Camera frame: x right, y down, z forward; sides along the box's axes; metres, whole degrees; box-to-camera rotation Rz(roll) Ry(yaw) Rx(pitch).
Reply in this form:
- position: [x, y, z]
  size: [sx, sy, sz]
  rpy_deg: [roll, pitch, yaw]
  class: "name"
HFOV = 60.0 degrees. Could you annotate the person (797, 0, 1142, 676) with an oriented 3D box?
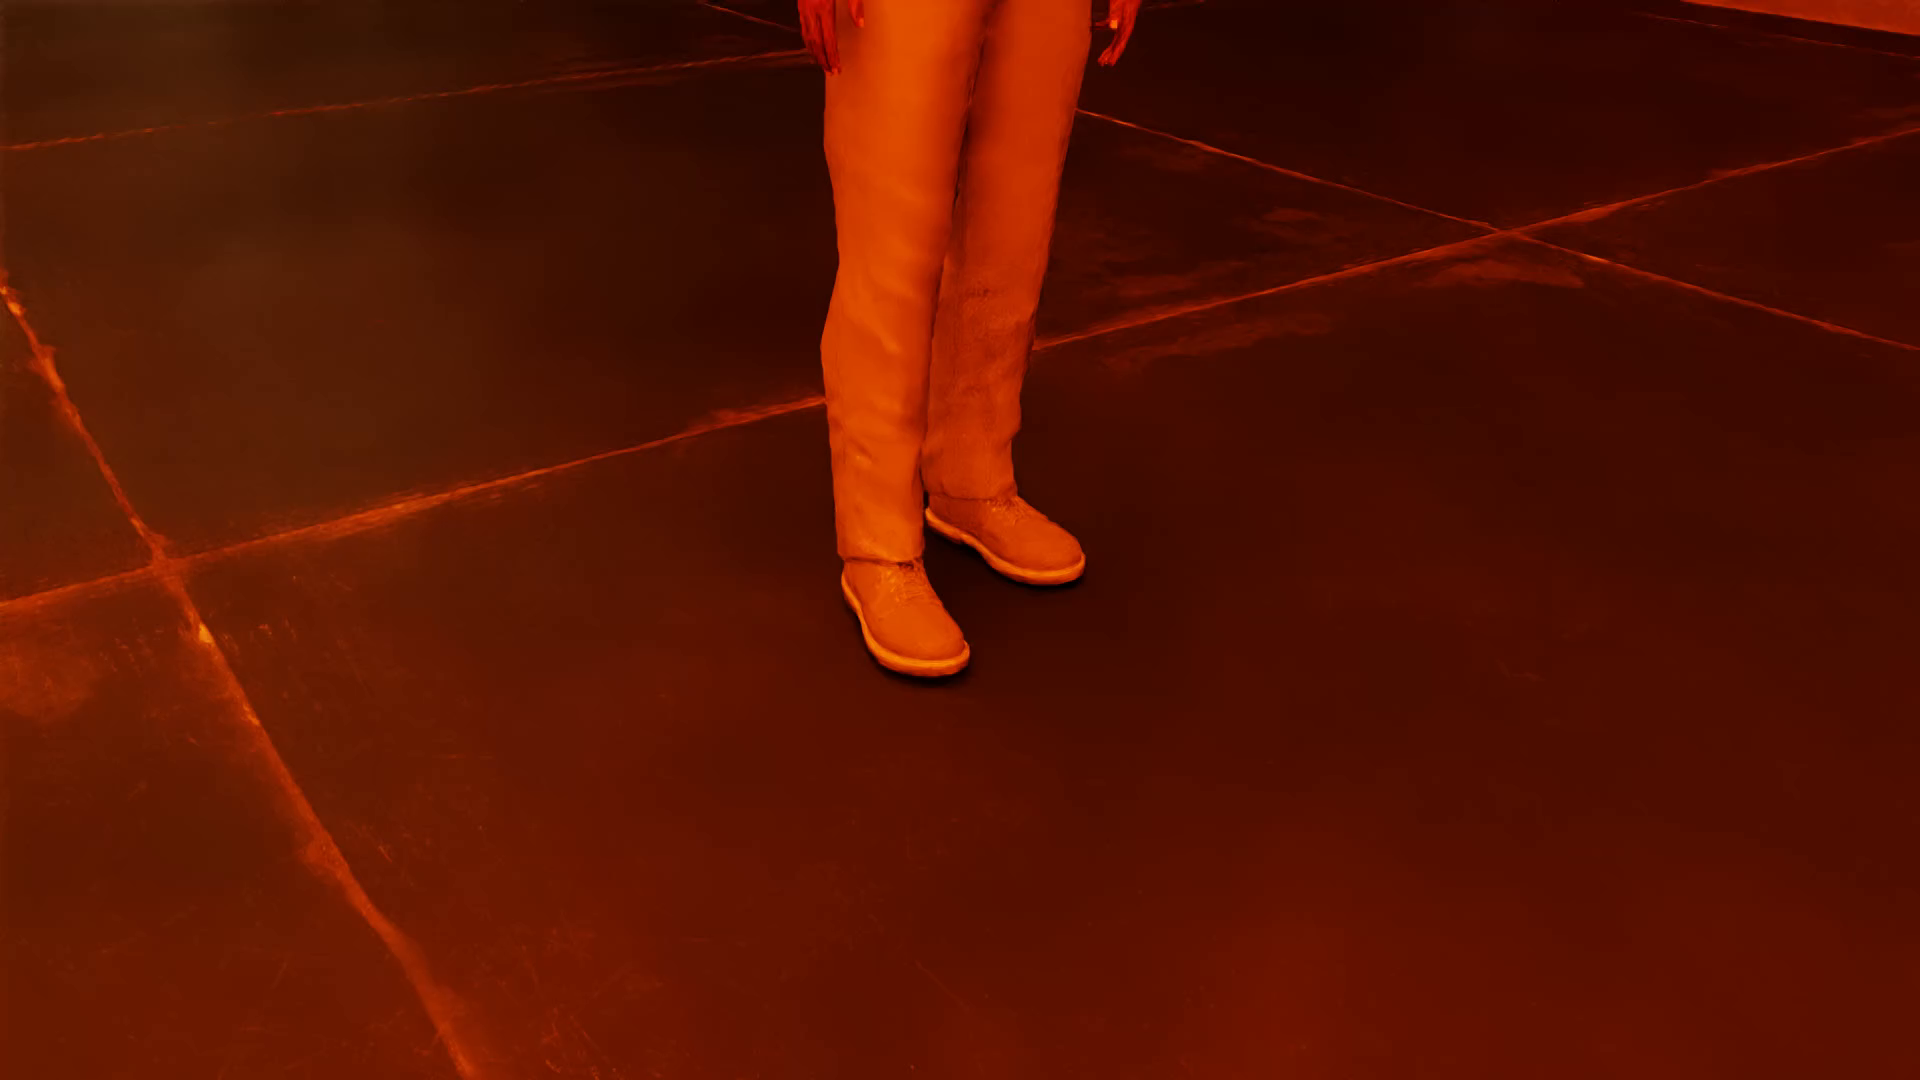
- position: [0.027, -0.732, 2.052]
  size: [0.570, 1.695, 0.529]
  rpy_deg: [-17, 31, -31]
  class: "person"
